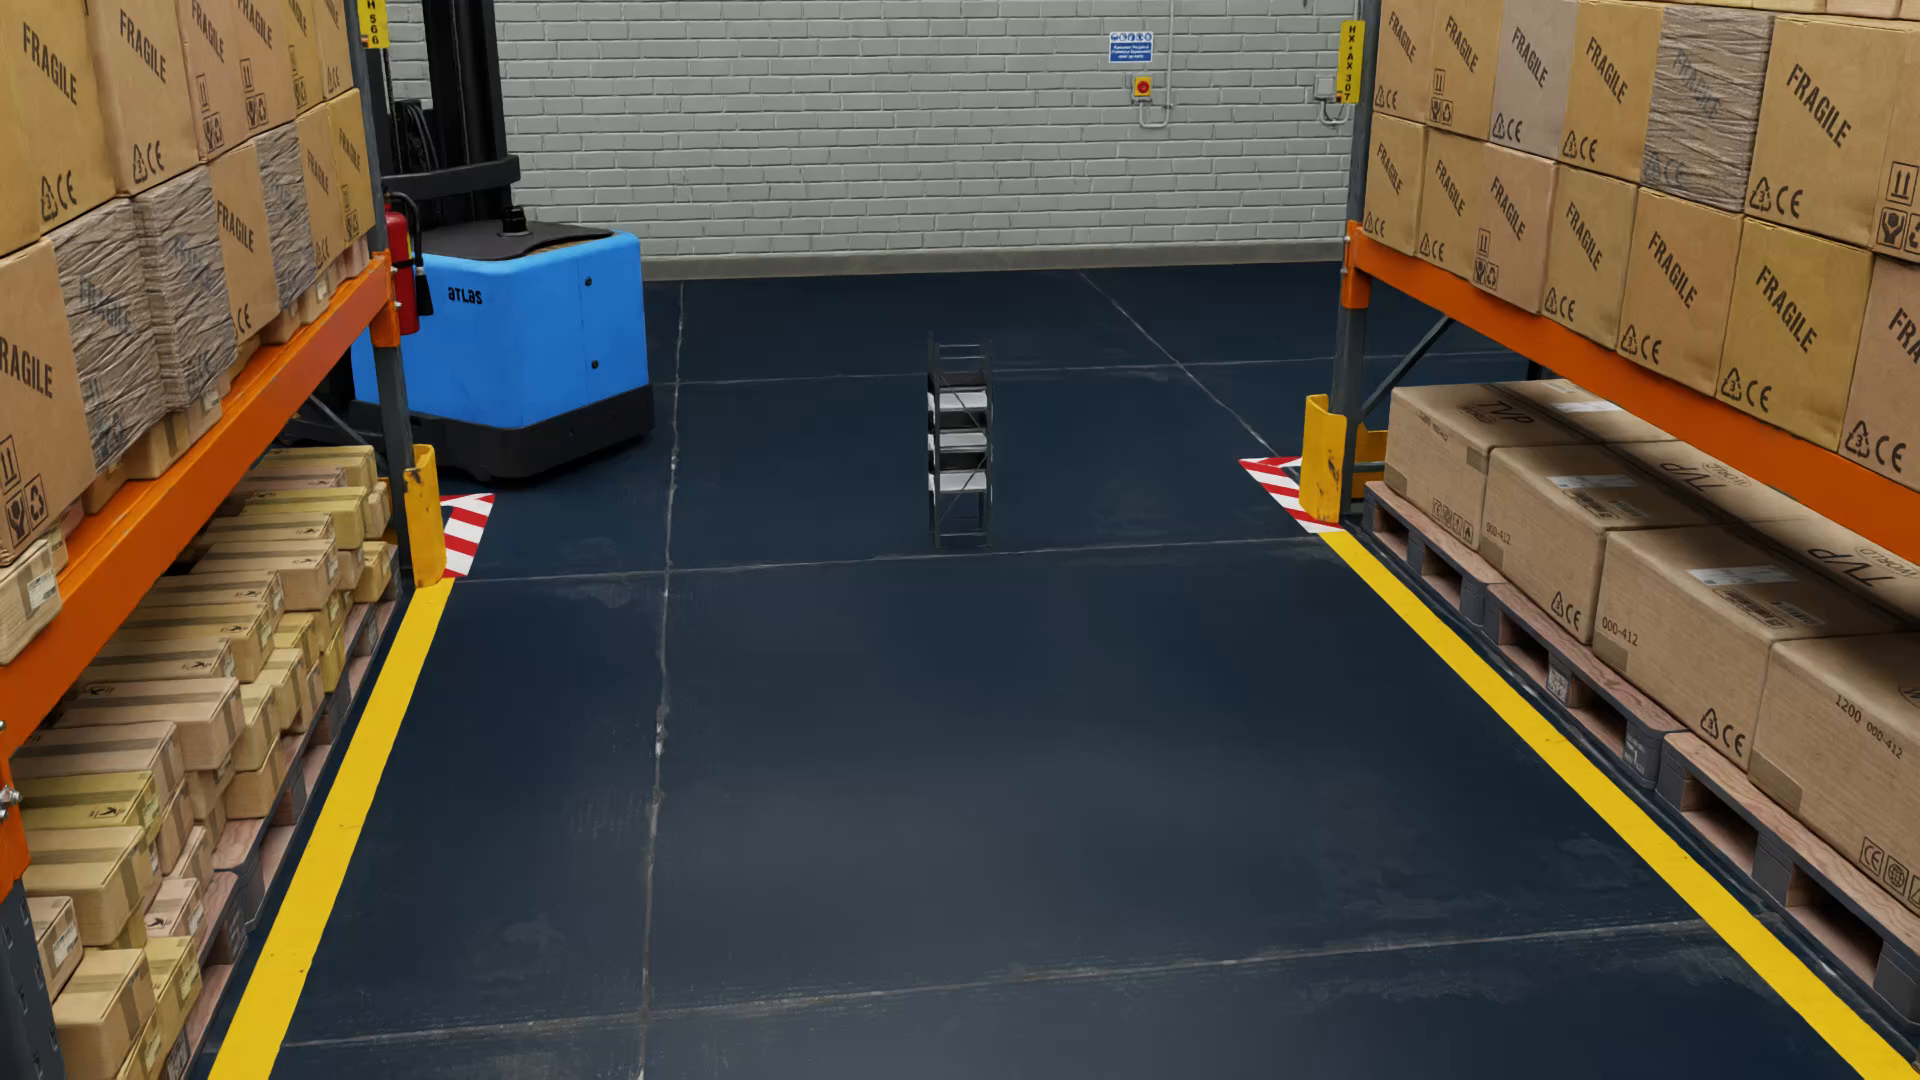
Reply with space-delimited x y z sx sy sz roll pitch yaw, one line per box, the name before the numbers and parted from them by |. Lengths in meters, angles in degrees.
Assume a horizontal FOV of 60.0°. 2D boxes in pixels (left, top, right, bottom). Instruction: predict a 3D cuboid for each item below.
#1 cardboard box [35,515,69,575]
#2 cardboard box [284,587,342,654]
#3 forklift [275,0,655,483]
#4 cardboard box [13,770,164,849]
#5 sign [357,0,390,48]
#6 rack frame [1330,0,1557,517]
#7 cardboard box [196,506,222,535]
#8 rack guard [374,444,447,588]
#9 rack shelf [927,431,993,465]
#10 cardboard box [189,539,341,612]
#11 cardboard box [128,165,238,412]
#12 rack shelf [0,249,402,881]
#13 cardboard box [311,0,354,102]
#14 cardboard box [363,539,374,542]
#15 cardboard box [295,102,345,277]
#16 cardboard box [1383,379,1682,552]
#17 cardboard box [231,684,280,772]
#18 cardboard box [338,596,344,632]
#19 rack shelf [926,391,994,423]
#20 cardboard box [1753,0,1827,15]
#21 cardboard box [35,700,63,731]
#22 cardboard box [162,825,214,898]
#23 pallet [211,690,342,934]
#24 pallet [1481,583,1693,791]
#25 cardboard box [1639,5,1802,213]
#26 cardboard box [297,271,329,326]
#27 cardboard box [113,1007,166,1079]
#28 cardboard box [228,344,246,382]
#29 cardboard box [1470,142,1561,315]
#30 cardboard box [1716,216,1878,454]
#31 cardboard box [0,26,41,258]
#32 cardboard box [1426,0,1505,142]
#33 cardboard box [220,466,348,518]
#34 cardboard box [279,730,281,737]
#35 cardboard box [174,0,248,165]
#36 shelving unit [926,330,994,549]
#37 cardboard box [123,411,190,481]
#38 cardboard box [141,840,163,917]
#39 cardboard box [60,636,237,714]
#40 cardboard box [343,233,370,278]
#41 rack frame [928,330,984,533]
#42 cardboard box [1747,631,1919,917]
cardboard box | -1.975 0.031 3.205 0.380 0.149 0.250 -2 21 -6
cardboard box | -2.201 0.255 5.296 0.380 0.149 0.250 -3 21 -7
forklift | -3.103 -2.005 8.395 3.031 2.935 1.130 12 23 28
cardboard box | -2.058 0.660 3.785 0.380 0.149 0.250 -3 21 -9
sign | -2.171 -1.983 6.132 0.100 0.325 0.005 -3 21 -8
rack frame | 2.160 -1.556 7.095 1.000 3.000 0.127 -3 21 -8
cardboard box | -2.825 -0.123 5.884 0.380 0.149 0.250 -3 21 -7
rack guard | -2.713 -0.074 6.700 1.175 0.500 0.348 -3 21 -8
rack shelf | -0.001 -0.393 7.078 0.258 0.077 0.200 -3 21 -8
cardboard box | -2.186 0.115 5.244 0.380 0.149 0.250 -2 21 -6
cardboard box | -2.084 -0.604 3.978 0.500 0.500 0.500 -3 21 -9
rack shelf | -2.435 -0.242 4.605 1.077 0.370 4.000 -3 21 -8
cardboard box | -2.411 -1.780 5.698 0.500 0.500 0.500 -3 21 -9
cardboard box | -2.441 0.039 6.299 0.380 0.149 0.250 -3 21 -7
cardboard box | -2.335 -1.136 5.404 0.500 0.500 0.500 -3 21 -9
cardboard box | 2.354 -0.329 6.872 0.875 0.438 0.875 -4 21 -10
cardboard box | -2.105 0.525 4.573 0.380 0.149 0.250 -3 21 -8
cardboard box | -2.303 0.304 5.590 0.380 0.149 0.250 -3 21 -7
rack shelf | -0.001 -0.562 7.015 0.258 0.077 0.200 -3 21 -8
cardboard box | 2.295 -1.436 4.275 0.380 0.149 0.250 -3 21 -8
cardboard box | -2.628 0.562 4.473 0.380 0.149 0.250 -4 21 -10
cardboard box | -2.093 0.849 4.130 0.380 0.149 0.250 -3 21 -9
pallet | -2.458 0.766 4.864 1.003 0.211 1.213 -3 21 -8
pallet | 2.525 0.445 5.724 1.003 0.211 1.213 -3 21 -8
cardboard box | 2.248 -1.188 4.537 0.500 0.500 0.500 -3 21 -7
cardboard box | -2.287 -0.794 5.414 0.380 0.149 0.250 -2 21 -6
cardboard box | -1.882 1.110 3.431 0.380 0.149 0.250 -4 21 -10
cardboard box | -2.244 -0.514 4.663 0.380 0.149 0.250 -3 21 -7
cardboard box | 2.101 -1.072 5.655 0.500 0.500 0.500 -3 21 -8
cardboard box | 2.337 -0.544 4.242 0.500 0.500 0.500 -3 21 -9
cardboard box | -1.971 -0.710 2.832 0.500 0.500 0.500 -2 21 -6
cardboard box | 2.029 -1.712 5.942 0.500 0.500 0.500 -3 21 -9
cardboard box | -2.417 -0.151 5.957 0.380 0.149 0.250 -3 21 -7
cardboard box | -2.222 0.576 4.862 0.380 0.149 0.250 -2 21 -6
cardboard box | -2.175 -1.242 4.258 0.500 0.500 0.500 -4 21 -10
shelving unit | -0.001 -0.424 7.066 0.258 0.900 0.210 -3 21 -8
cardboard box | -2.070 -0.244 3.941 0.380 0.149 0.250 -3 21 -7
cardboard box | -2.079 0.806 3.821 0.380 0.149 0.250 -3 21 -8
cardboard box | -2.195 0.389 4.512 0.380 0.149 0.250 -4 21 -10
cardboard box | -2.397 -1.055 6.113 0.380 0.149 0.250 -3 21 -8
rack frame | -0.016 -0.460 7.160 0.240 0.900 0.006 -3 21 -8
cardboard box | 2.753 0.610 4.359 0.875 0.438 0.875 -3 21 -9
